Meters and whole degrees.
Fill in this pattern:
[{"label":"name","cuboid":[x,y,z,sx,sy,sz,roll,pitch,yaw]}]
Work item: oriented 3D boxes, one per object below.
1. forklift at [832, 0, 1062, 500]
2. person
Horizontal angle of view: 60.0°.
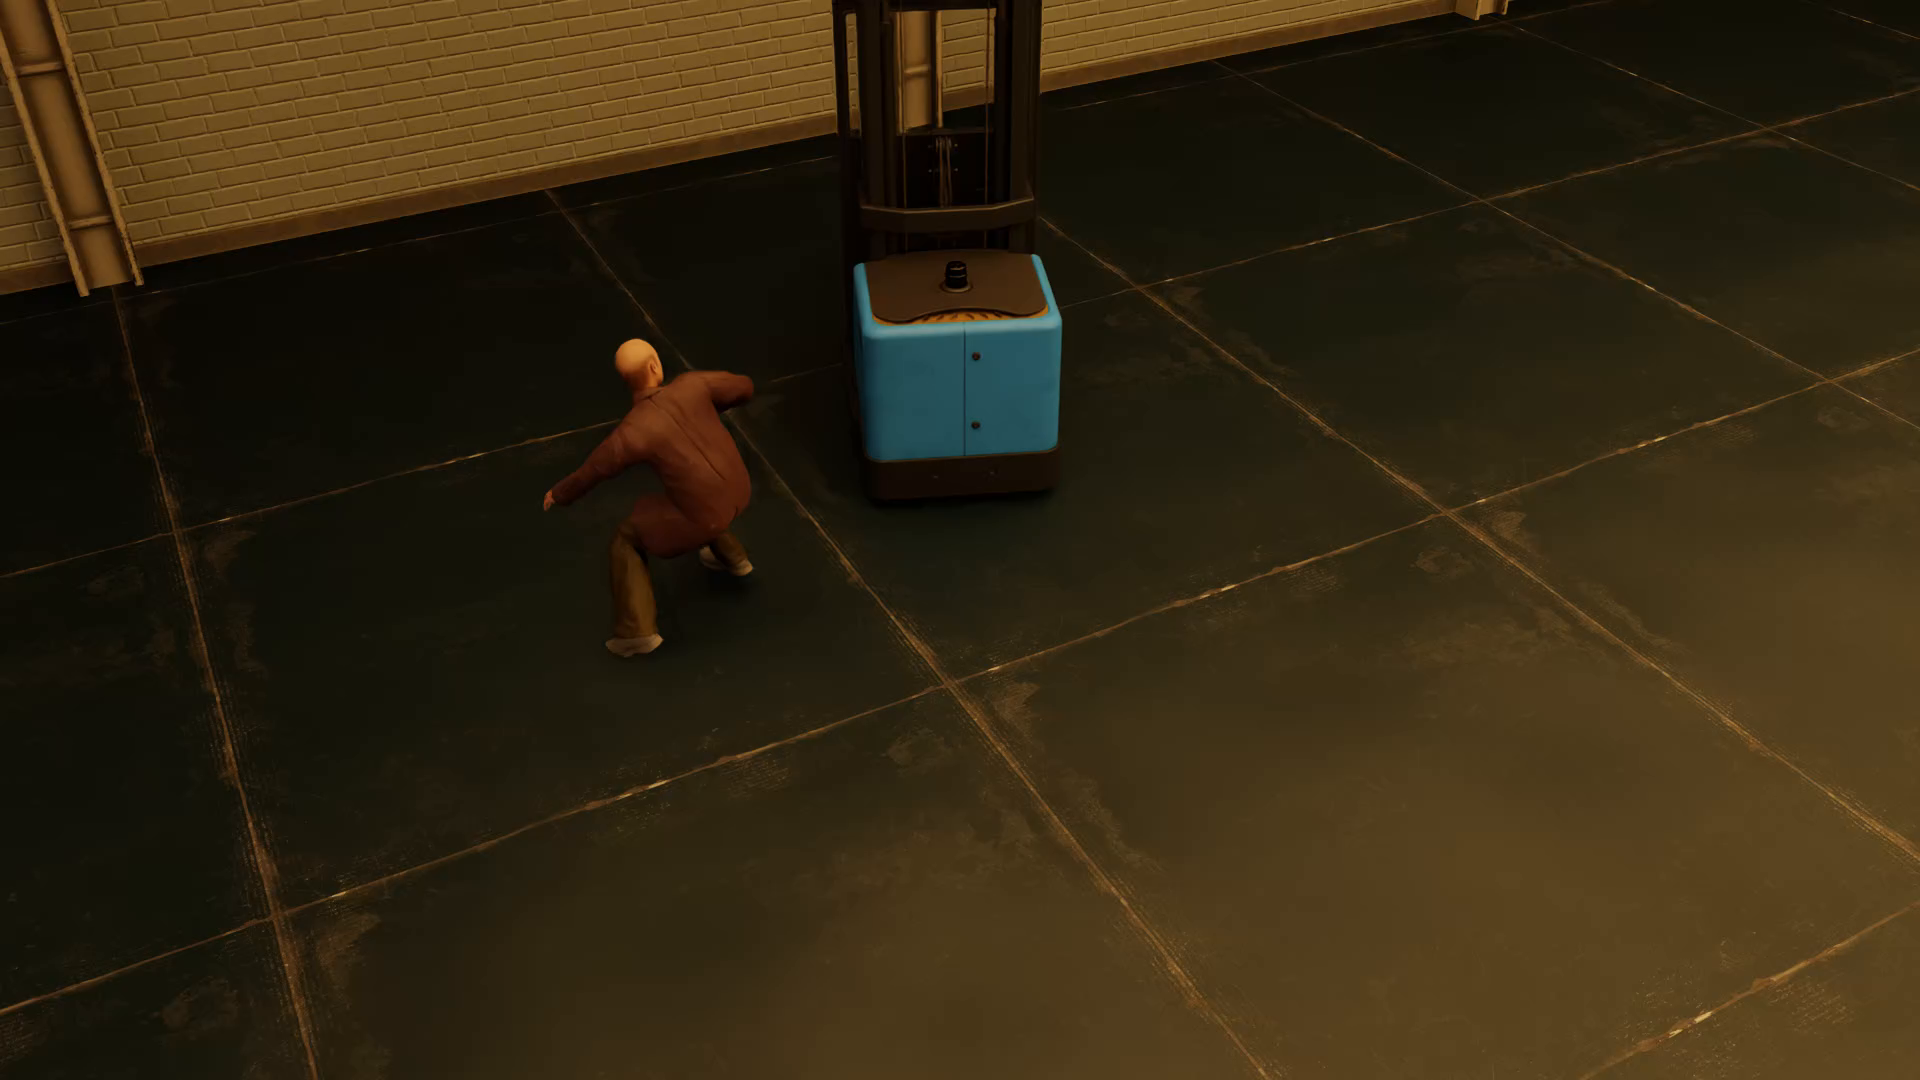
[{"label":"forklift","cuboid":[-0.147,-2.246,9.301,1.130,2.935,3.031,-4,35,-5]},{"label":"person","cuboid":[-1.409,-0.260,7.787,0.861,1.542,0.879,25,42,31]}]
